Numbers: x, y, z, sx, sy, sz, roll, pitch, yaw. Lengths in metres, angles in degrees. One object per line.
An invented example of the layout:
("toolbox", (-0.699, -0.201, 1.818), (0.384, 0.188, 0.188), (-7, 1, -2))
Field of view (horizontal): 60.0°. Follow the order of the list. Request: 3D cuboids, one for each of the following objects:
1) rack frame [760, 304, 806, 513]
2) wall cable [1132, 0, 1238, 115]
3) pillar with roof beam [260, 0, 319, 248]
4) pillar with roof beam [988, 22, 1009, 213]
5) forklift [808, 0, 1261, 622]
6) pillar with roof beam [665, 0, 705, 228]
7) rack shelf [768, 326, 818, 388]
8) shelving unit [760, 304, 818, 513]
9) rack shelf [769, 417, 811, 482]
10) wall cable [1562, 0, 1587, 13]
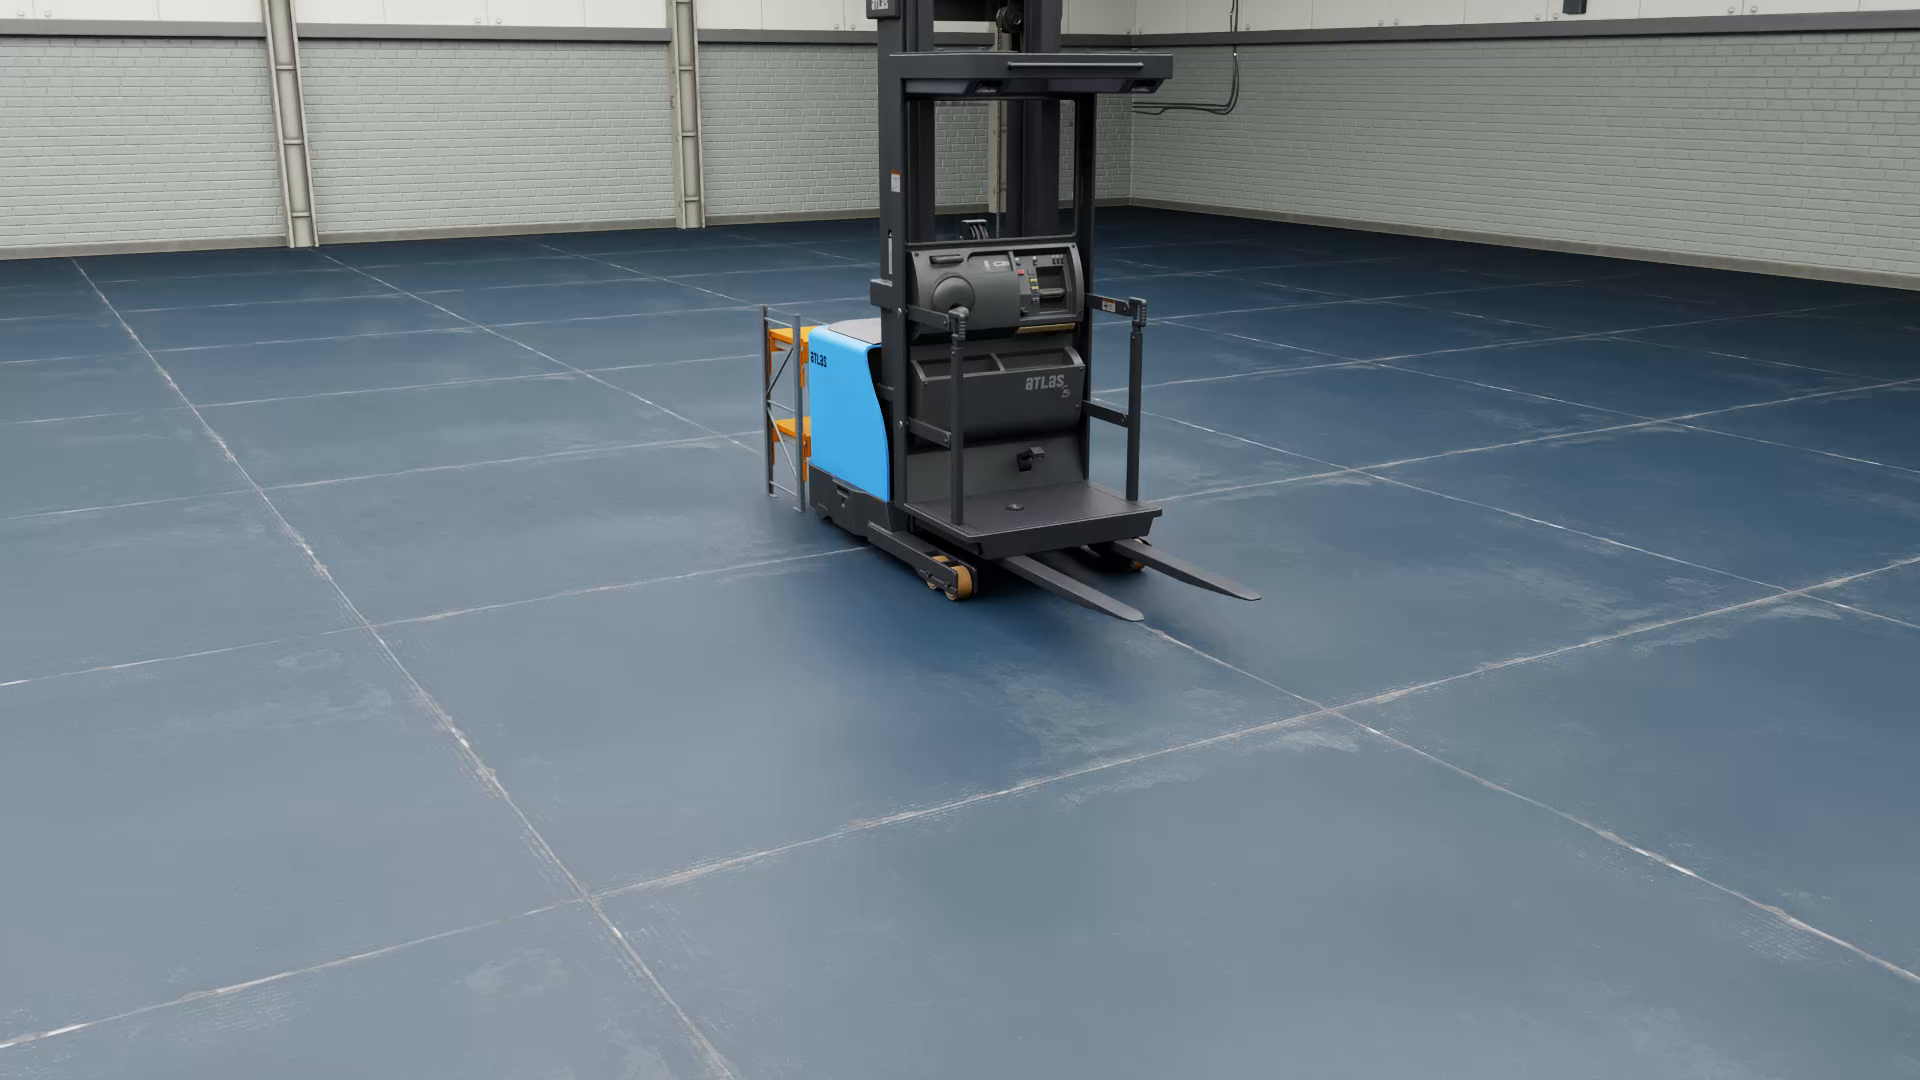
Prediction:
("rack frame", (-1.017, -0.758, 9.531), (0.032, 1.125, 0.500), (-9, 18, -28))
("wall cable", (3.959, -8.874, 29.647), (0.112, 2.526, 3.097), (-9, 18, -30))
("pillar with roof beam", (-7.316, -7.601, 19.355), (0.400, 9.000, 9.100), (-9, 18, -30))
("pillar with roof beam", (2.970, -9.269, 25.305), (0.400, 9.000, 9.100), (-9, 18, -30))
("forklift", (0.295, -1.263, 7.987), (1.130, 2.935, 3.031), (-8, 18, -27))
("pillar with roof beam", (-2.173, -8.435, 22.330), (0.400, 9.000, 9.100), (-9, 18, -30))
("rack shelf", (-0.574, -1.108, 9.693), (1.000, 0.278, 0.538), (-9, 18, -28))
("shelving unit", (-0.574, -0.826, 9.772), (1.048, 1.125, 0.538), (-9, 18, -28))
("rack shelf", (-0.574, -0.590, 9.838), (1.000, 0.278, 0.538), (-9, 18, -28))
("wall cable", (8.835, -9.808, 20.926), (0.169, 6.003, 2.305), (-9, 18, -30))
